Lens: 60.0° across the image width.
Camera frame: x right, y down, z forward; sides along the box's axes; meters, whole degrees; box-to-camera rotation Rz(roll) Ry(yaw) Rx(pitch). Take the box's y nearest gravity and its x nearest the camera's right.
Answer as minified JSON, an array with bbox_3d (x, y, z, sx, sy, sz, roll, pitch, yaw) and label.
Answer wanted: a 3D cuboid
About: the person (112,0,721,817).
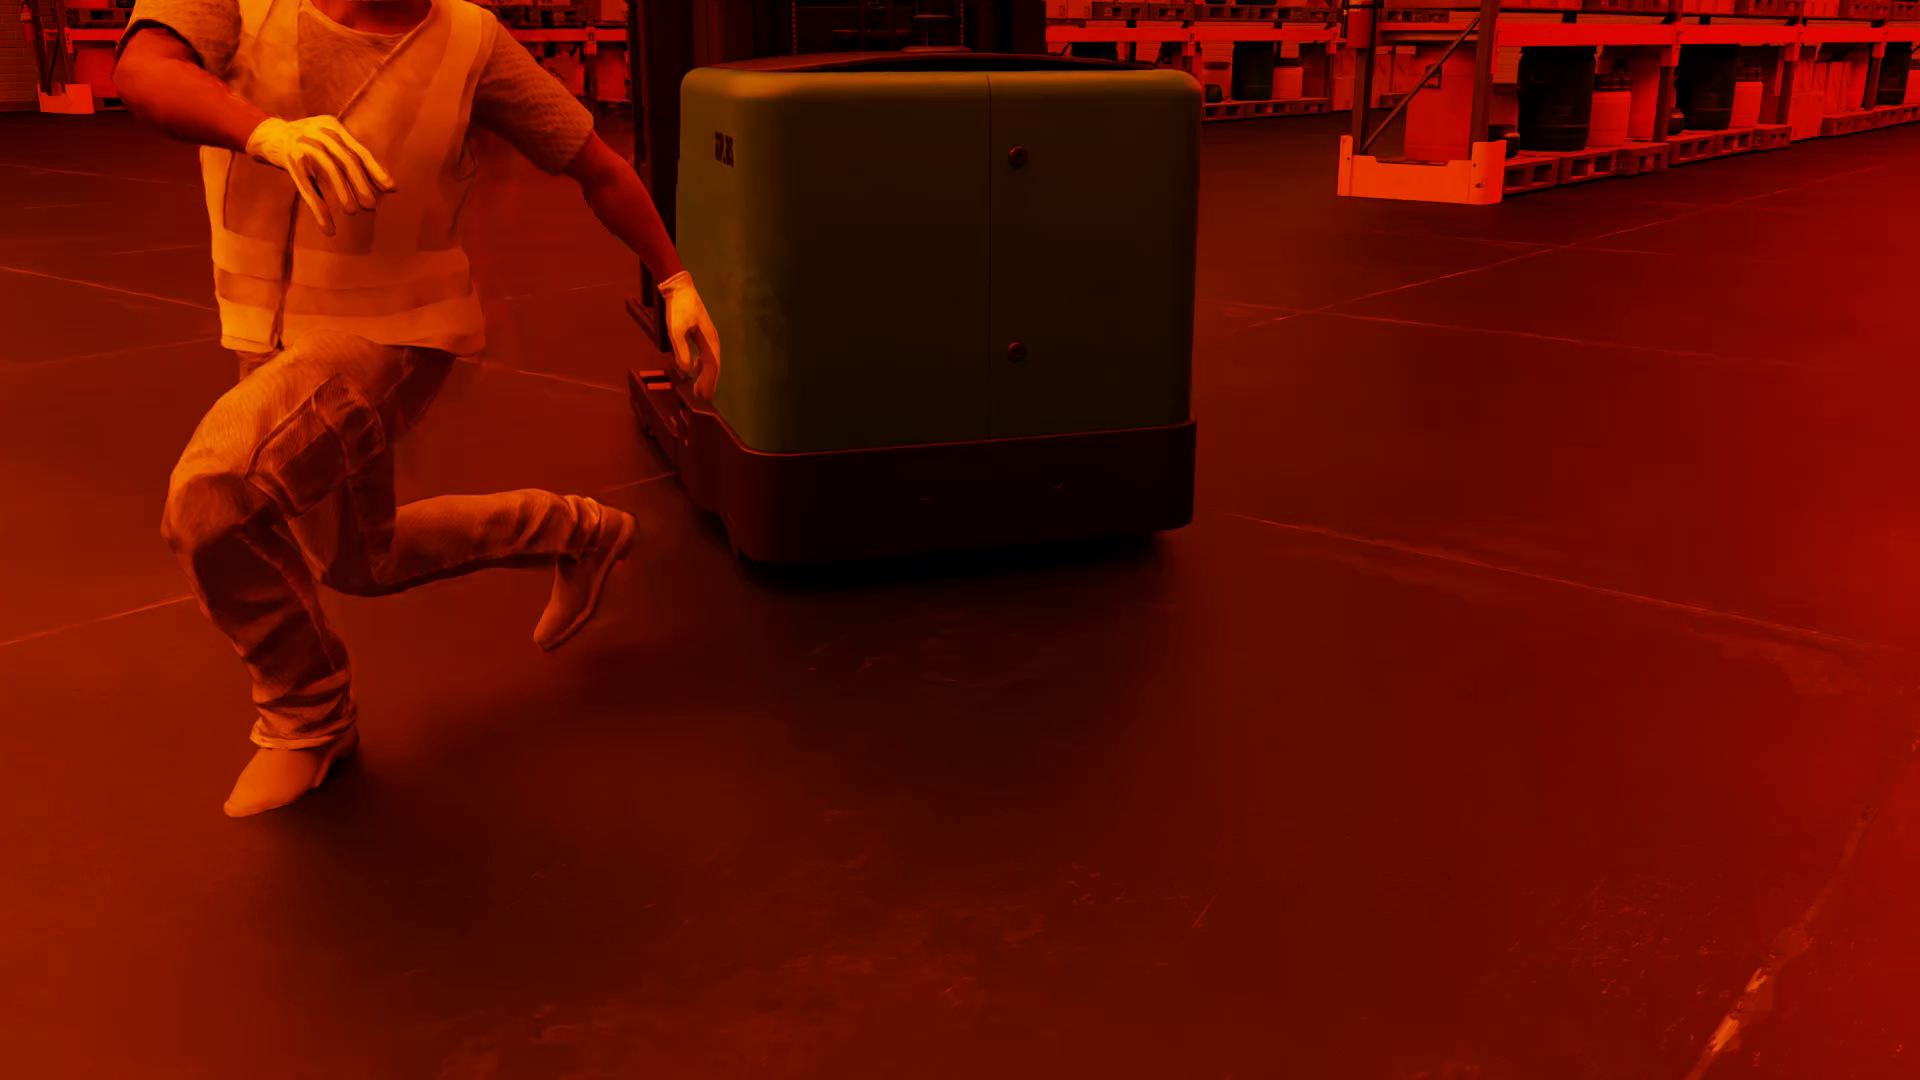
[{"bbox_3d":[-0.853,-0.383,2.681,0.698,1.543,0.939,7,18,22],"label":"person"}]

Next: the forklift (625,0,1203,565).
[{"bbox_3d":[-0.391,-1.738,4.621,1.130,2.935,3.031,-5,18,-17],"label":"forklift"}]
